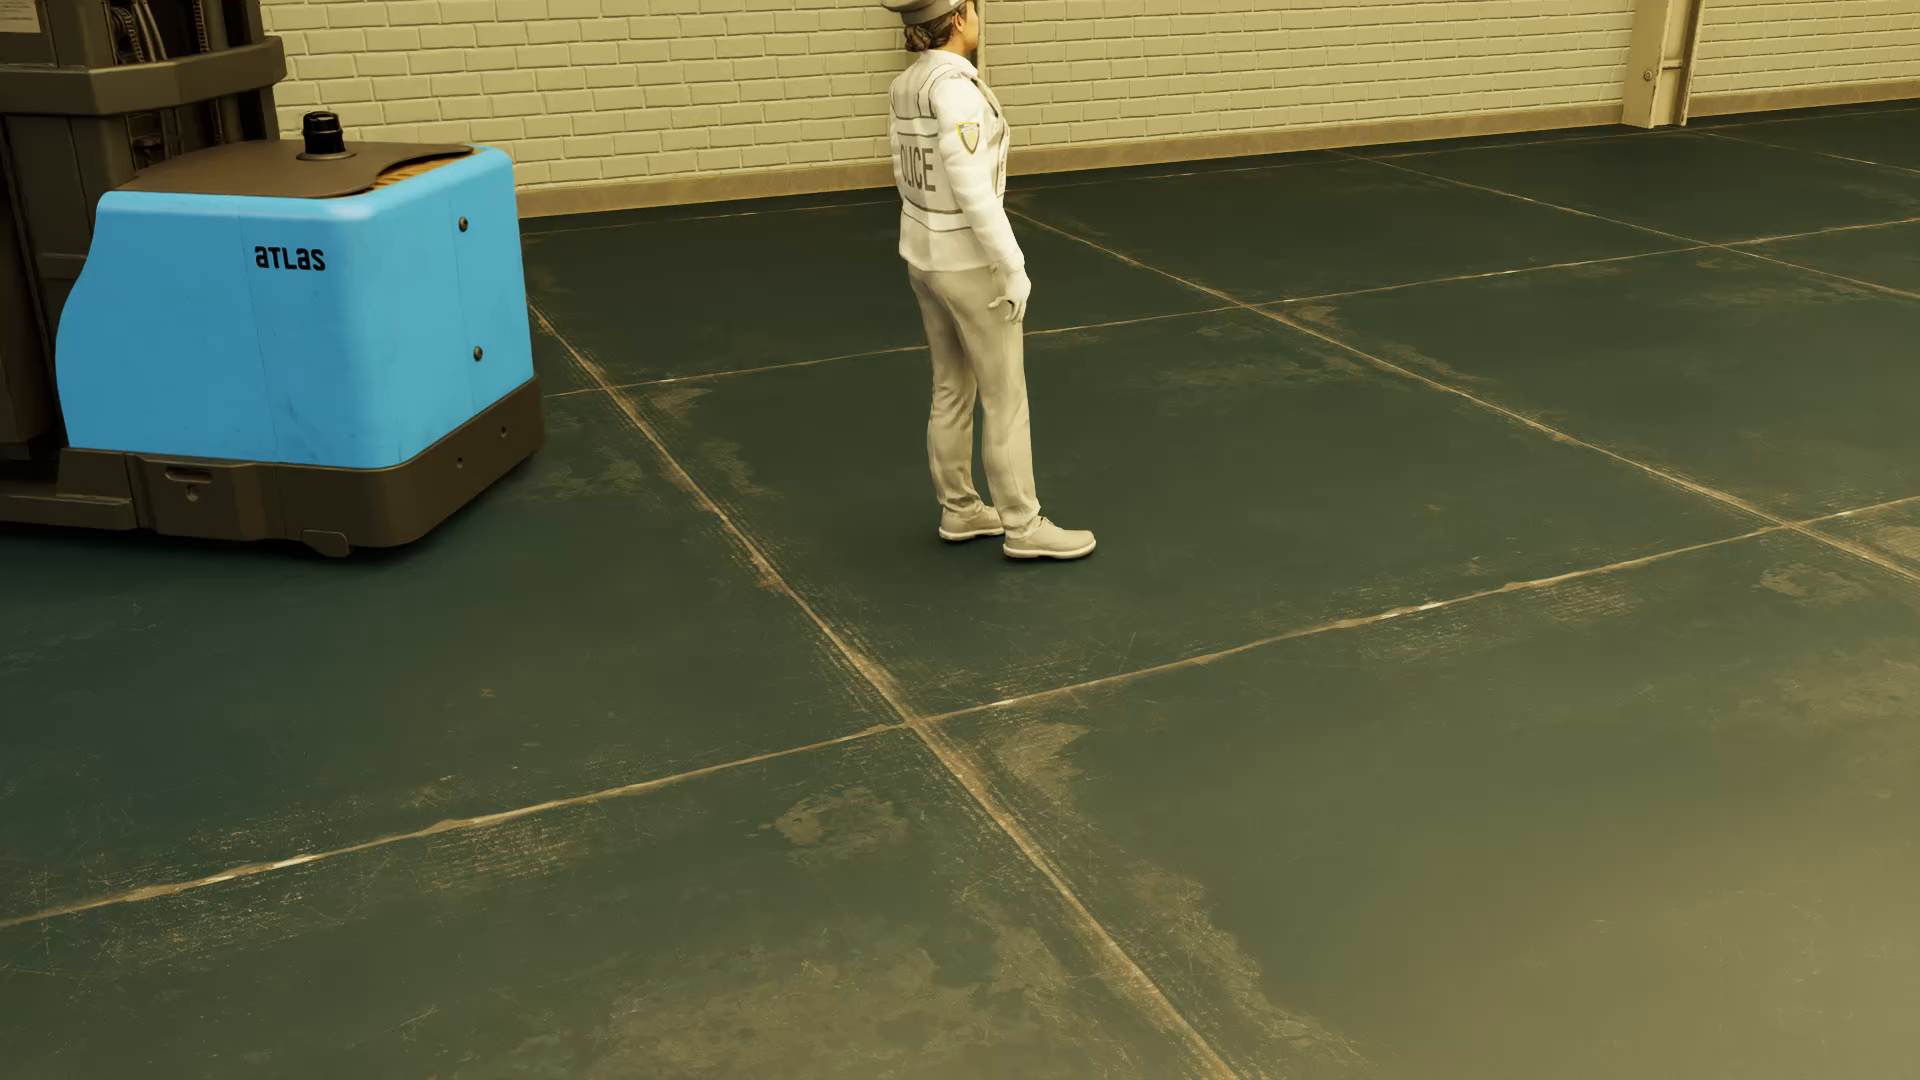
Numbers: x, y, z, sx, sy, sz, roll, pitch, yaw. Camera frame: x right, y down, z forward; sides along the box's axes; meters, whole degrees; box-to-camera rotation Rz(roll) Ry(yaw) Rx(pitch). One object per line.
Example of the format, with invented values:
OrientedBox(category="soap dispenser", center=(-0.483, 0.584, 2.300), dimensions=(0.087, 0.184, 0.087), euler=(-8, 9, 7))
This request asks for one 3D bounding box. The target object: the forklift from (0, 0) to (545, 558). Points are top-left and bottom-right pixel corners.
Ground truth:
OrientedBox(category="forklift", center=(-2.999, -1.570, 5.065), dimensions=(3.031, 2.935, 1.130), euler=(4, 23, 11))

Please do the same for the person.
OrientedBox(category="person", center=(0.063, -0.798, 4.800), dimensions=(0.533, 1.696, 0.588), euler=(-10, 25, -23))
